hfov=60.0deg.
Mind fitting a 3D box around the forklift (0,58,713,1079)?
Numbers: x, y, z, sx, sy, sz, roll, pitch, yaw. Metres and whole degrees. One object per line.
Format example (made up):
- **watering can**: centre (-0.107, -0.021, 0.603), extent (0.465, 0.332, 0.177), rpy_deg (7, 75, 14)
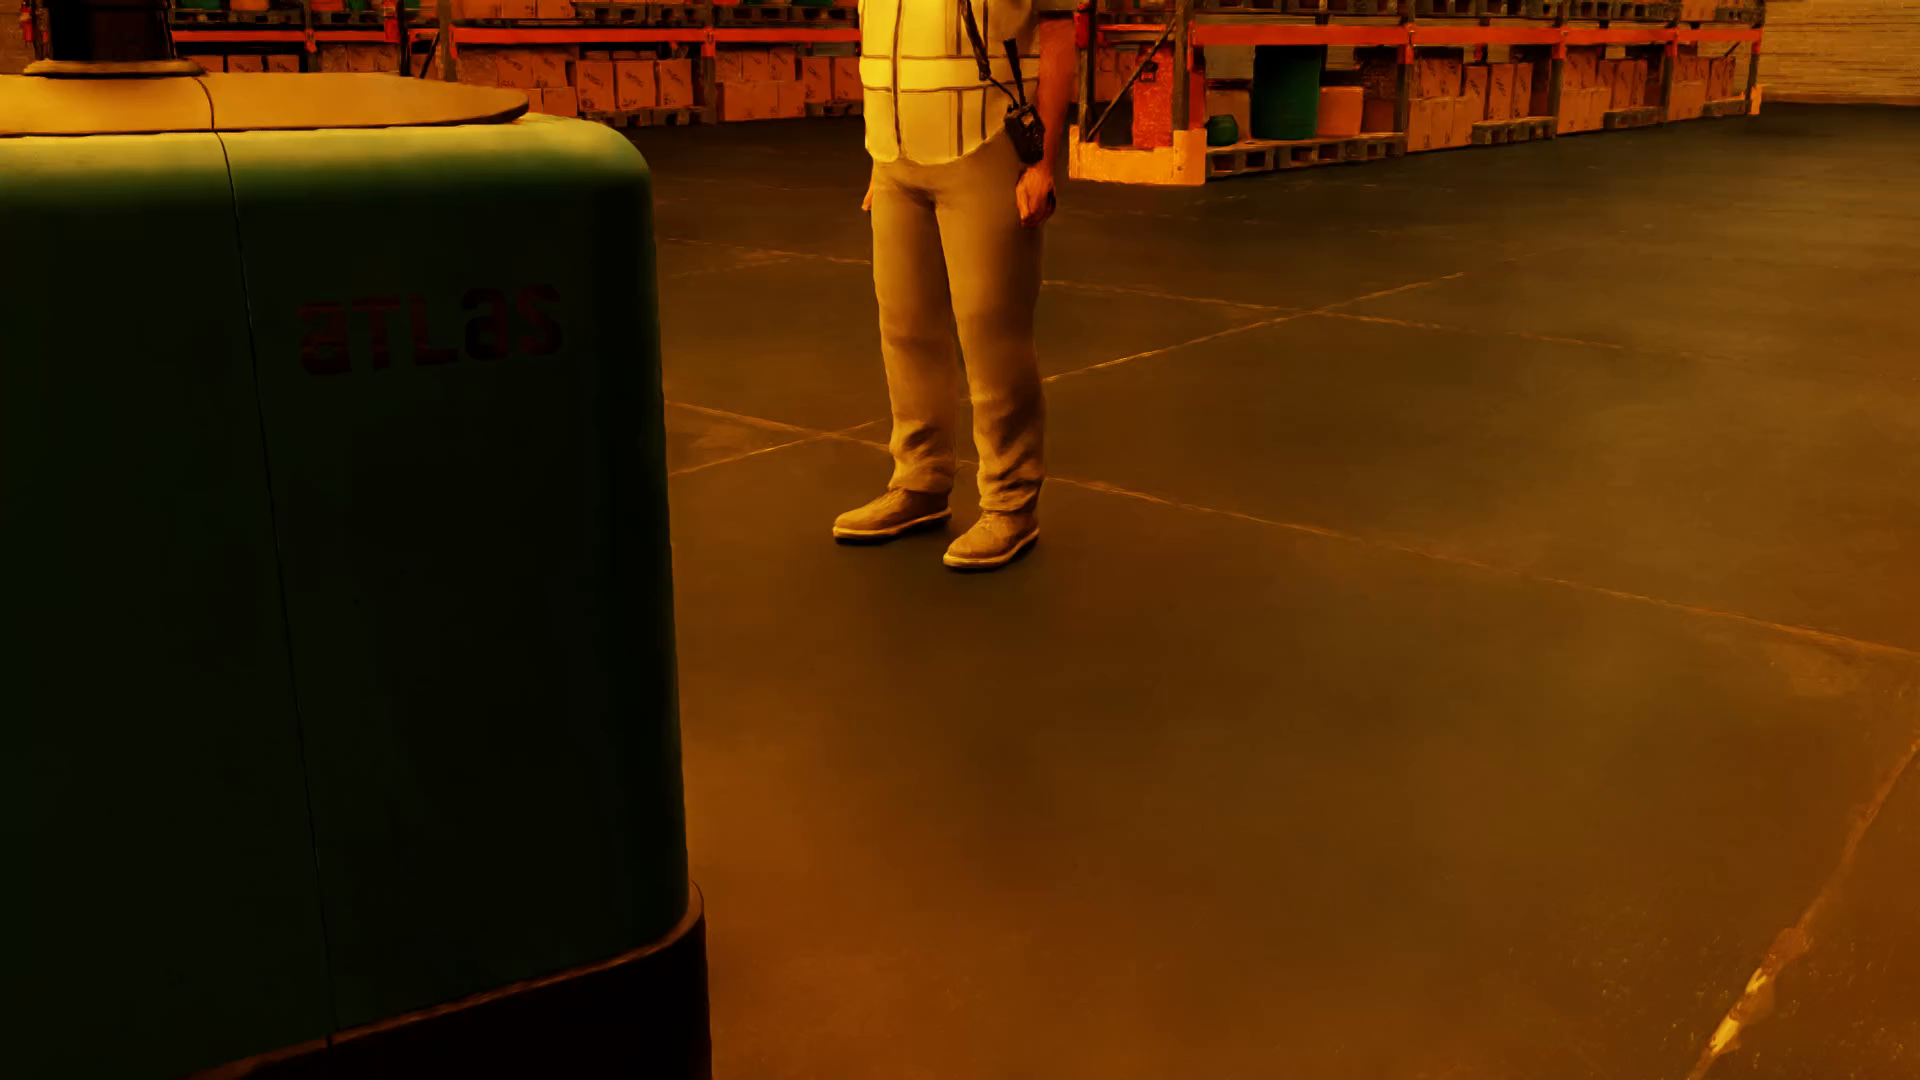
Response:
- **forklift**: centre (-1.789, -0.633, 0.982), extent (3.031, 2.935, 1.130), rpy_deg (-10, 19, -29)
